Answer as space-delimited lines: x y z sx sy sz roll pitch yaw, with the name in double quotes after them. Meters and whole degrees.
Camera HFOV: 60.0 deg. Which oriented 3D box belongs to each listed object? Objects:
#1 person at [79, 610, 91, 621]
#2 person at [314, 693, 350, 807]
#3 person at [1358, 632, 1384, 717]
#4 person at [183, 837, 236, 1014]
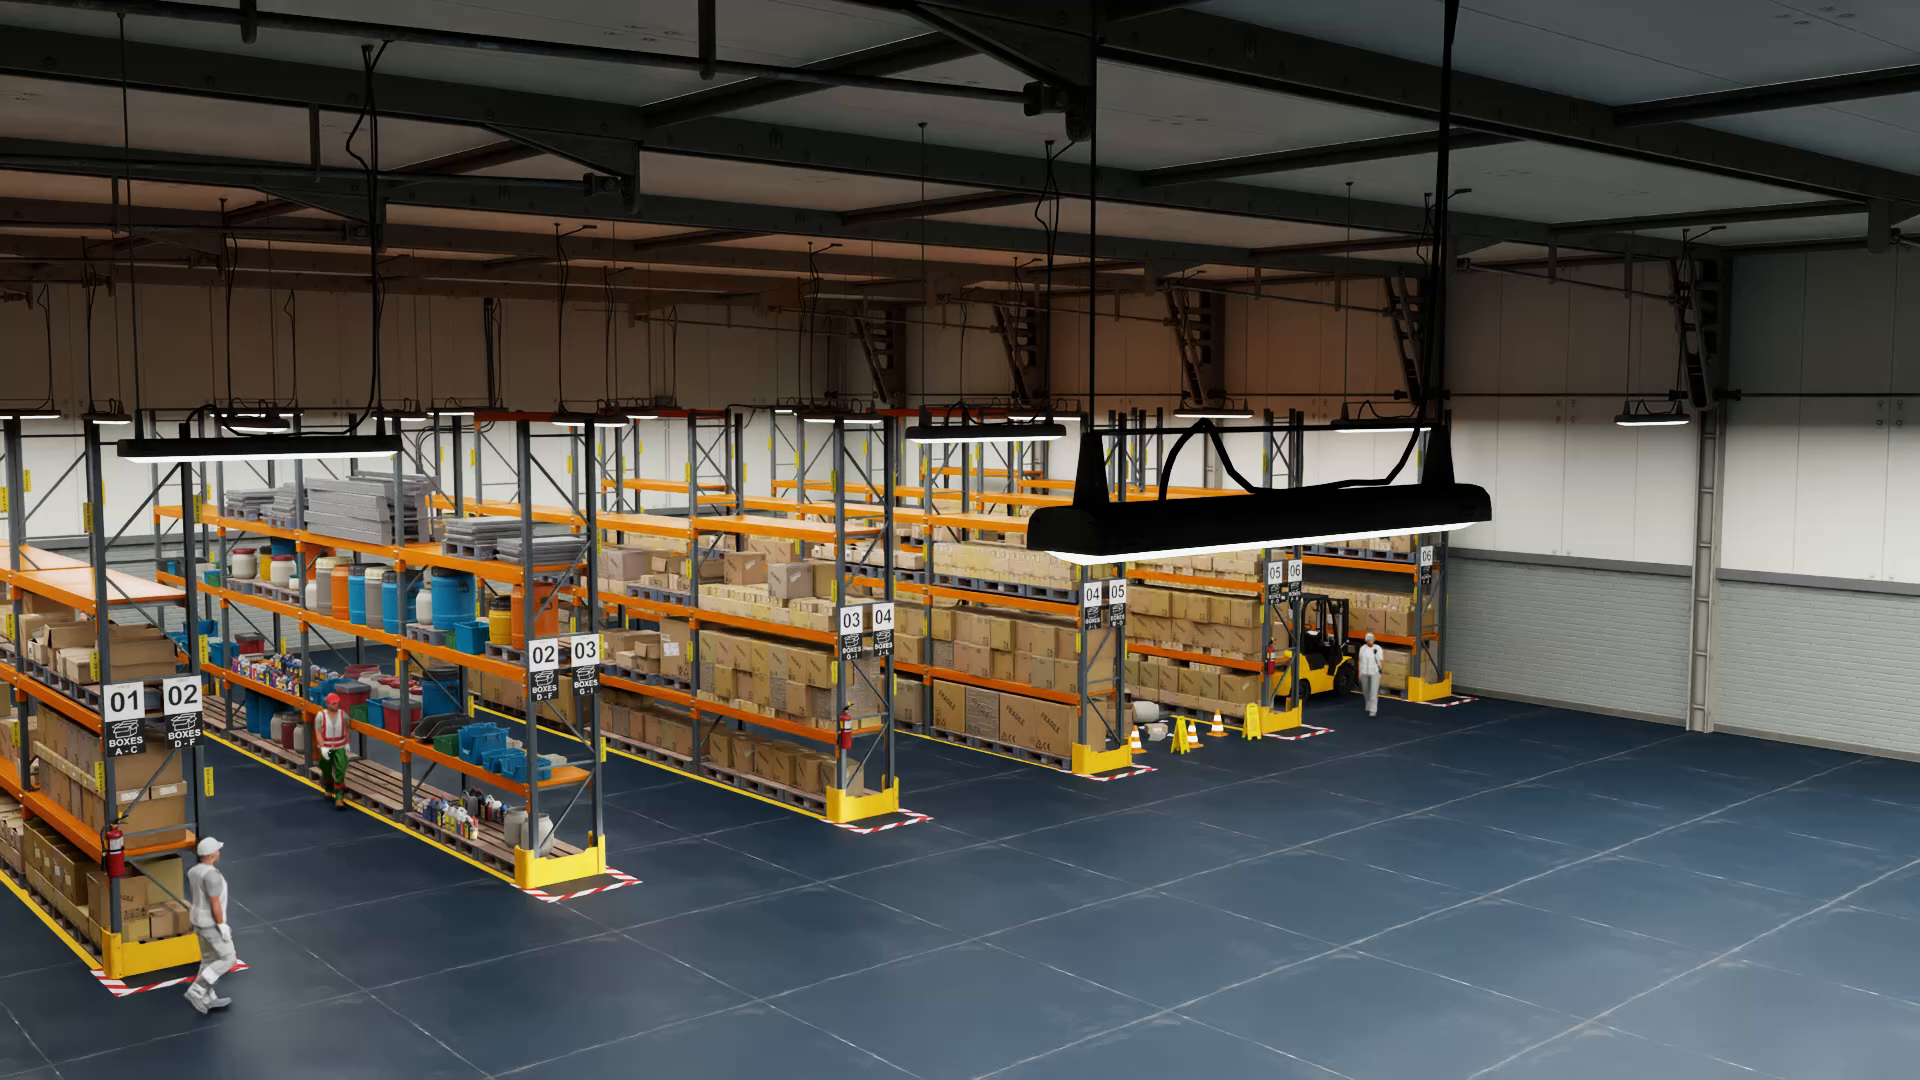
-19.056 2.333 36.243 0.463 1.641 0.958 0 5 -1 "person"
-9.652 3.208 25.626 0.530 1.721 1.058 -3 6 -27 "person"
8.103 2.637 32.823 0.478 1.640 0.842 3 6 33 "person"
-7.706 3.932 16.954 0.507 1.789 0.573 -5 7 -43 "person"
